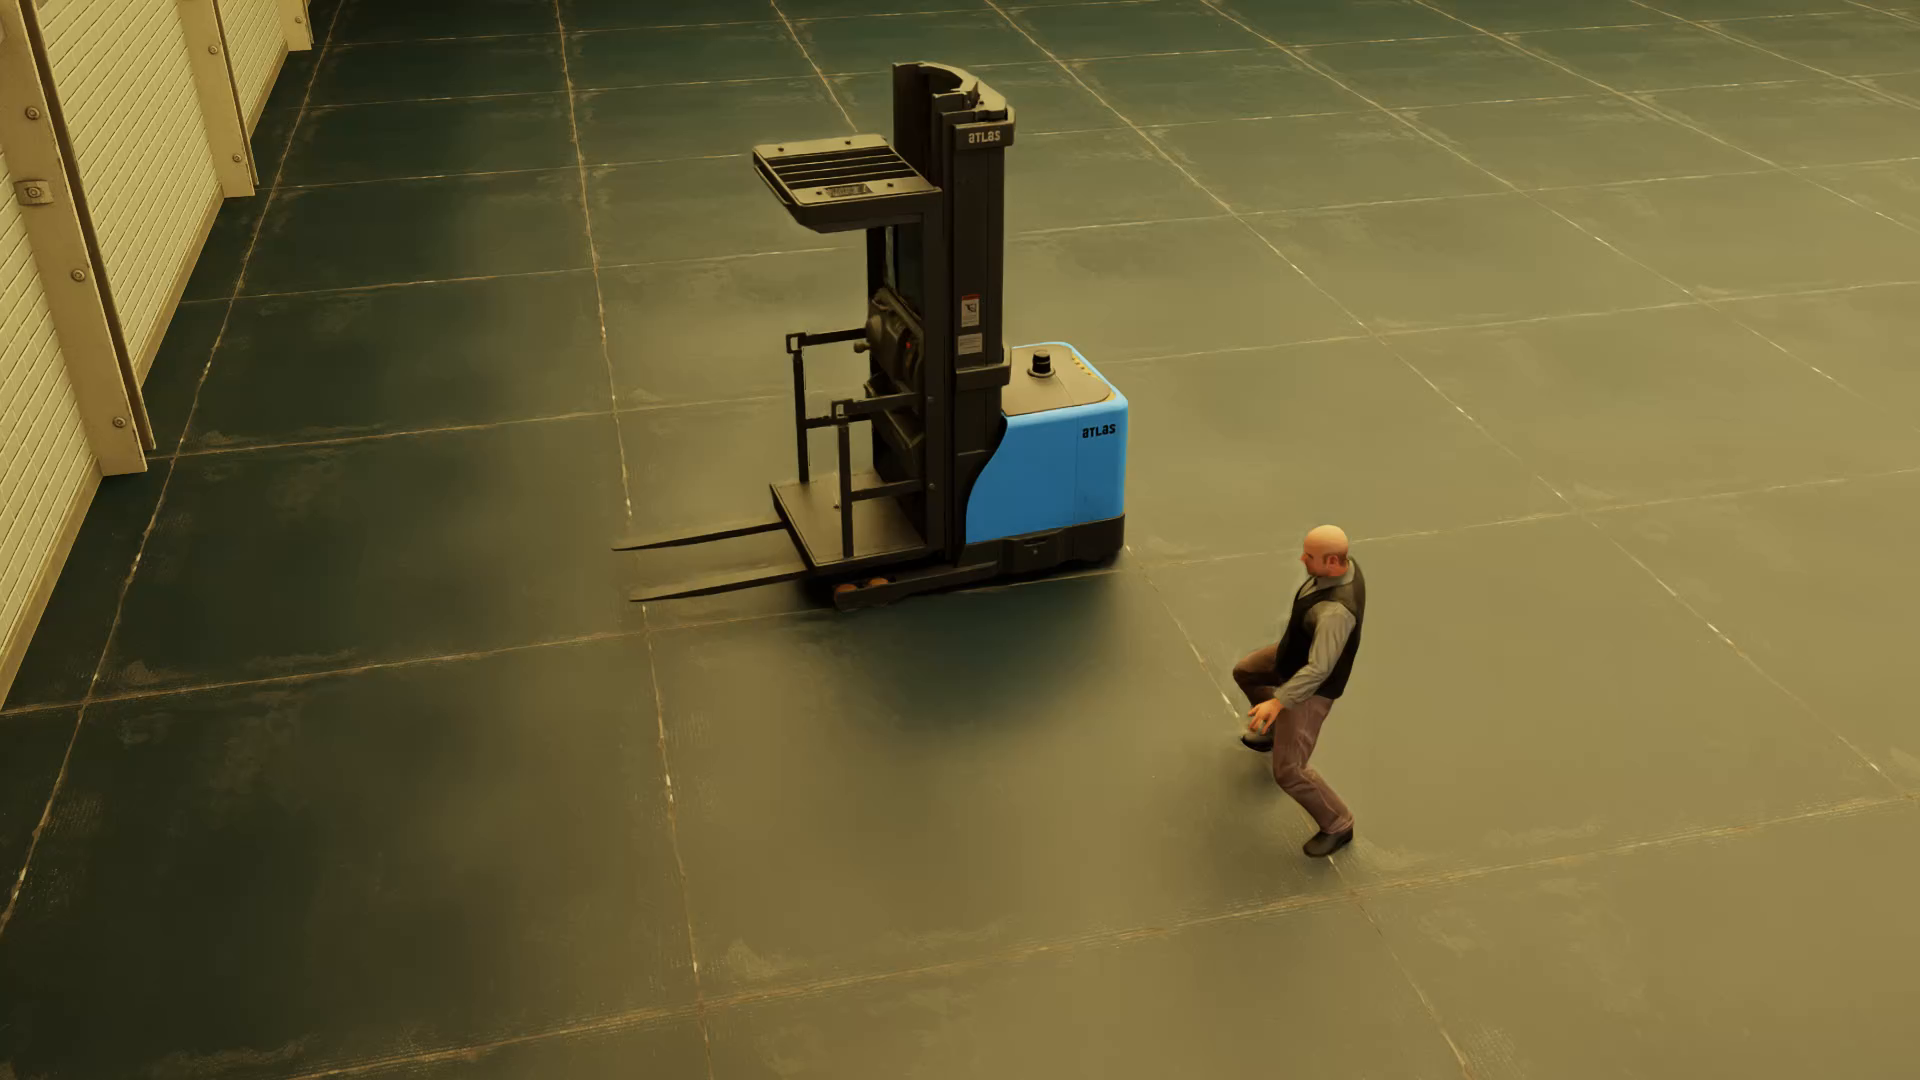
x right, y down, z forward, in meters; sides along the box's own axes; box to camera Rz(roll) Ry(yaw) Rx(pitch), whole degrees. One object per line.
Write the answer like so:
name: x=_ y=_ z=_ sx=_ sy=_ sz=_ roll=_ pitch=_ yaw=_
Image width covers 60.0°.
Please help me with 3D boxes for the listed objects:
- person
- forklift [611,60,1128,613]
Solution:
person: x=1.621 y=0.620 z=7.872 sx=0.663 sy=1.599 sz=0.936 roll=7 pitch=31 yaw=12
forklift: x=-0.563 y=-1.141 z=9.546 sx=3.031 sy=2.935 sz=1.130 roll=-10 pitch=32 yaw=-17
